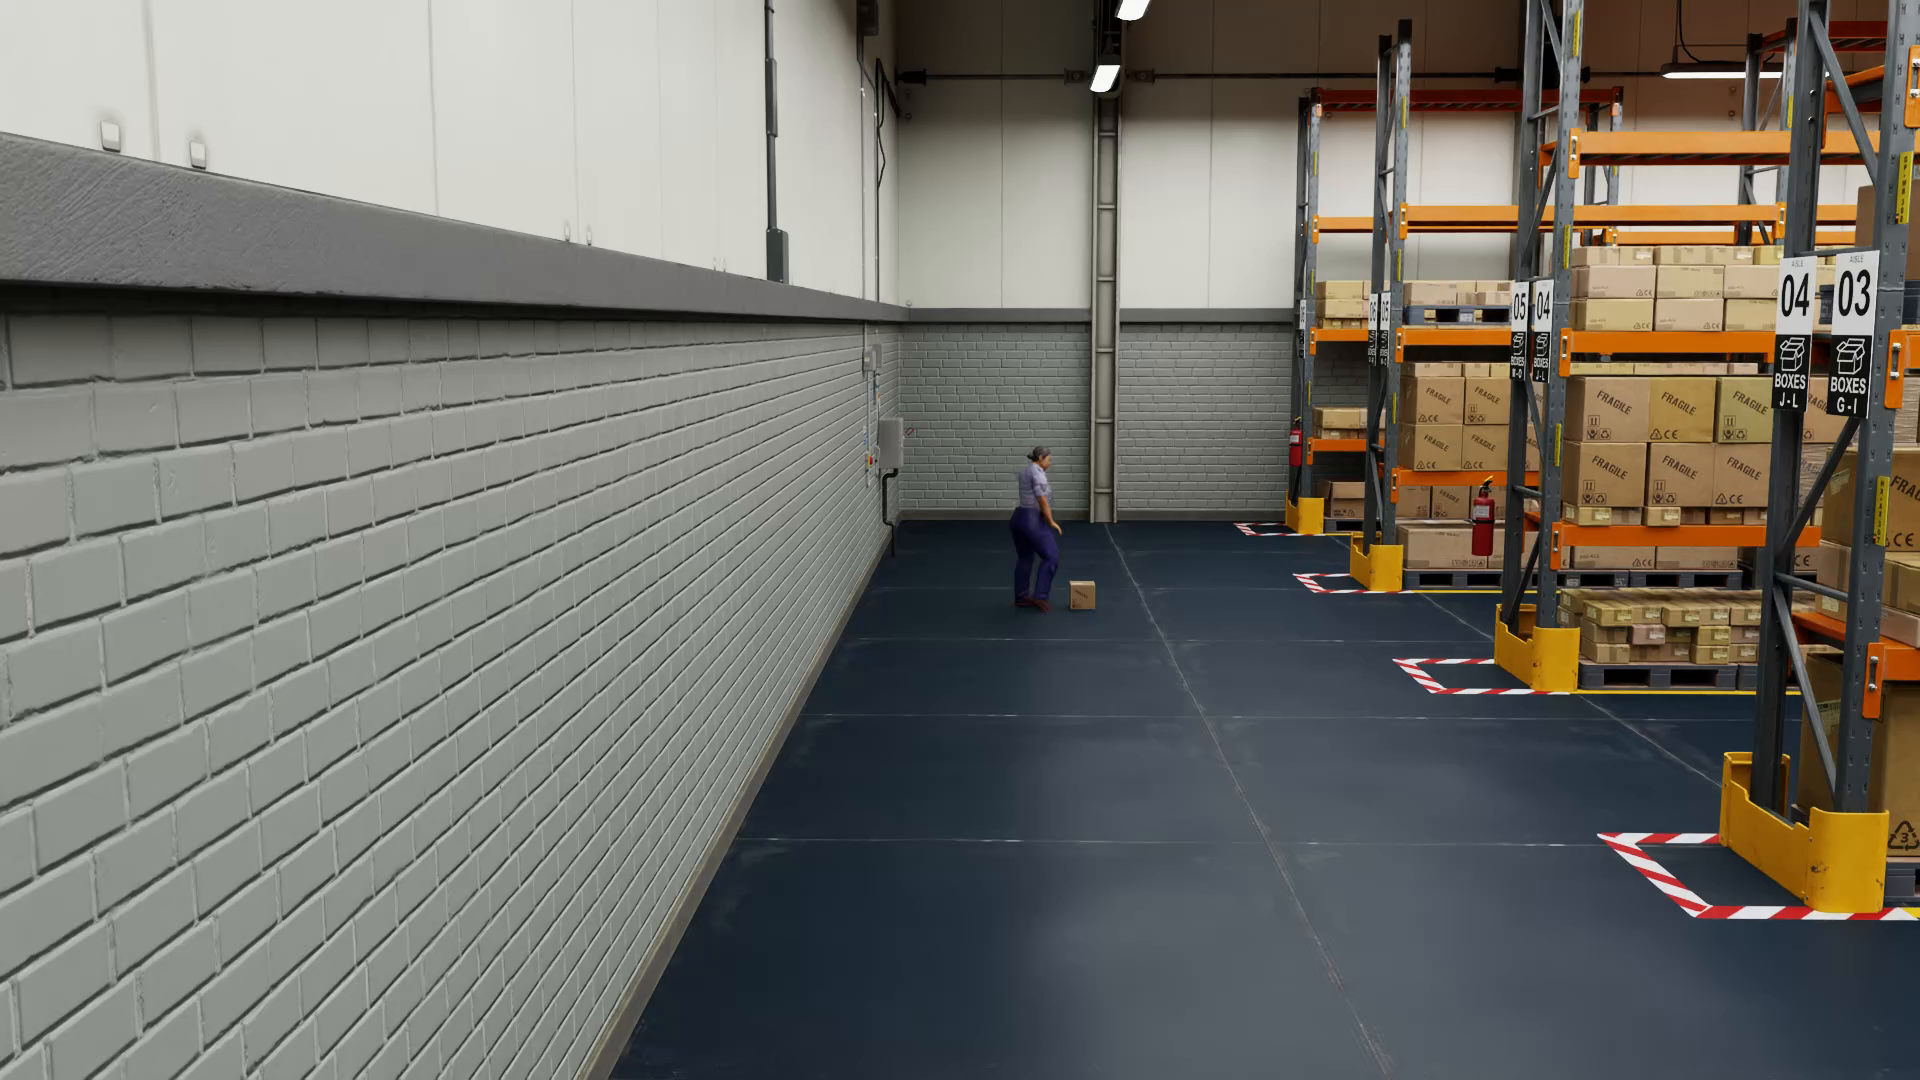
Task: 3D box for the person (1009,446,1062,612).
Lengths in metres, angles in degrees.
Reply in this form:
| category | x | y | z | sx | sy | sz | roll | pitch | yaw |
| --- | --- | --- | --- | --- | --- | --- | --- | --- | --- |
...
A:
| category | x | y | z | sx | sy | sz | roll | pitch | yaw |
| --- | --- | --- | --- | --- | --- | --- | --- | --- | --- |
| person | 0.747 | -0.095 | 16.756 | 0.426 | 1.701 | 0.536 | -3 | 8 | -25 |
